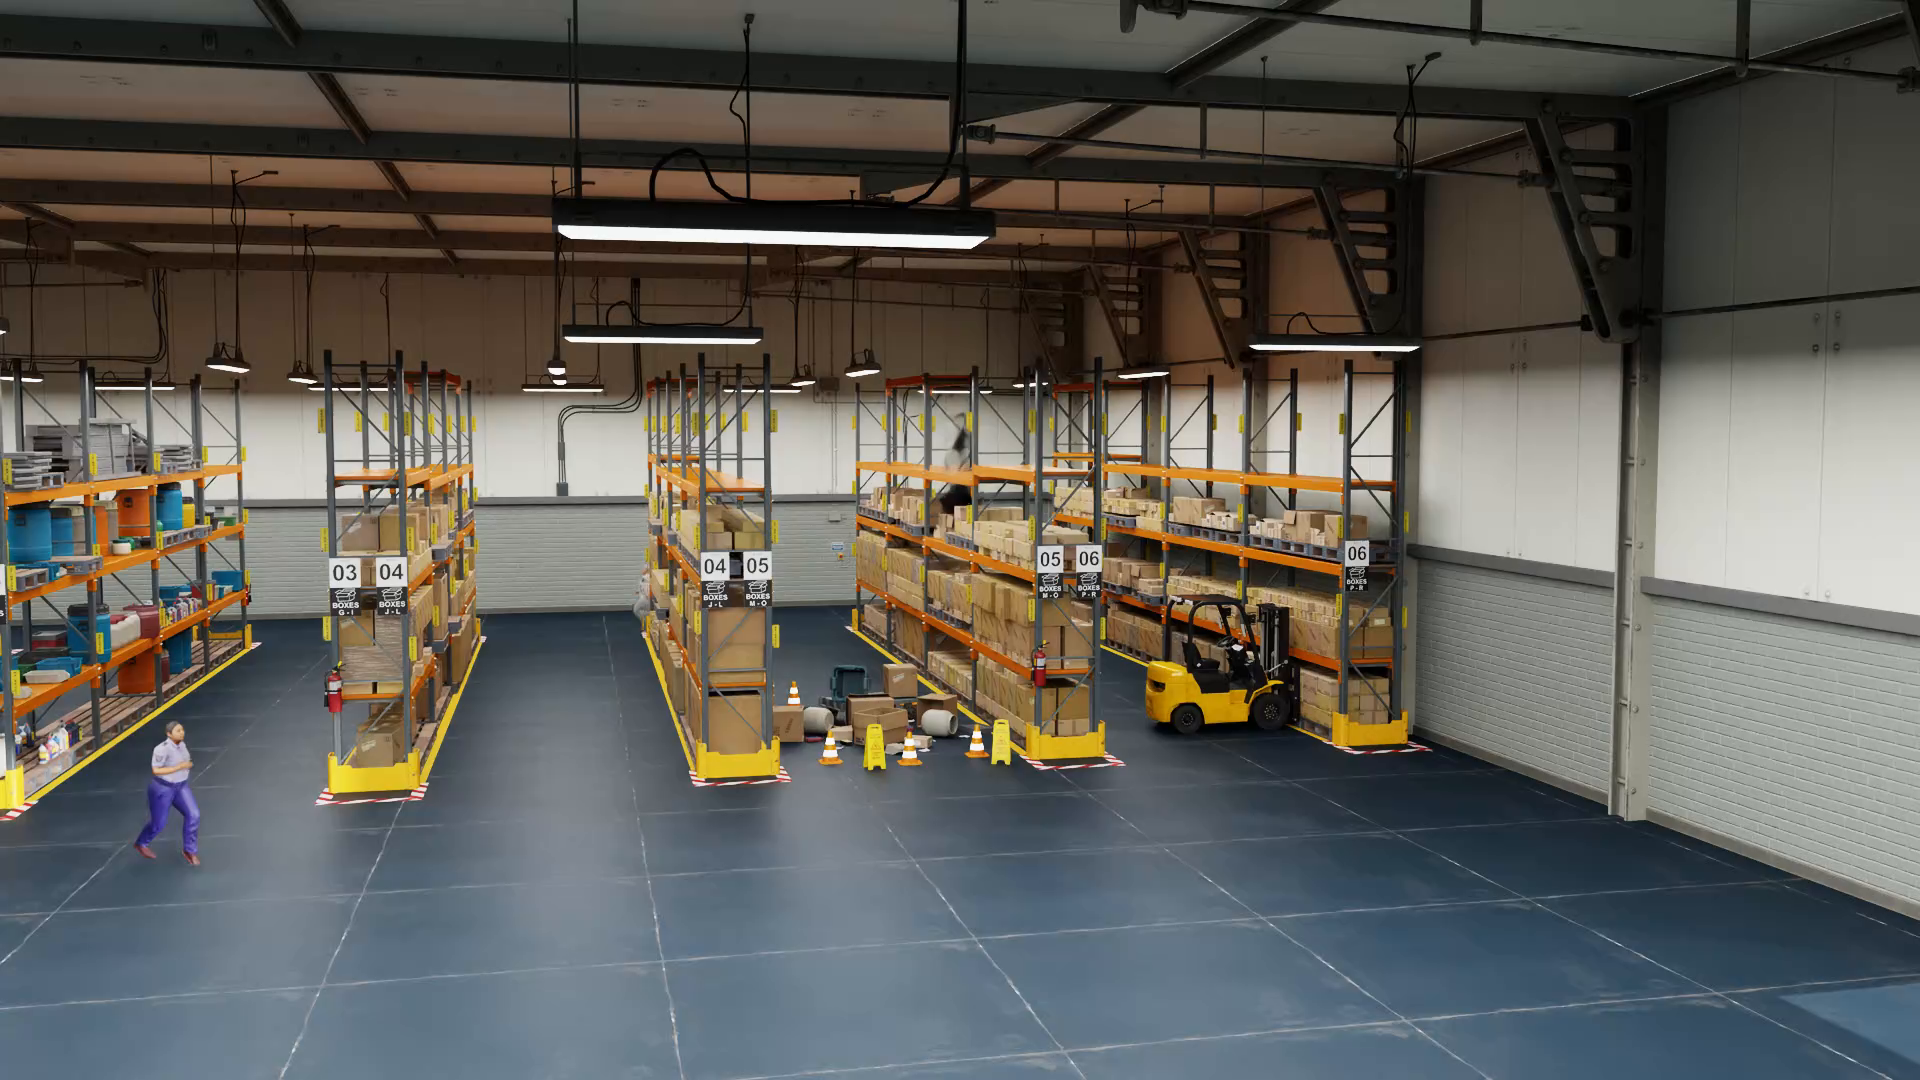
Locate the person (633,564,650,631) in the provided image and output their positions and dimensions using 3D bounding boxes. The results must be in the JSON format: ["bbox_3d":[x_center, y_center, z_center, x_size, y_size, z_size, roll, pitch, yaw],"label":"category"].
[{"bbox_3d":[-7.592,1.406,40.204,0.633,1.654,0.661,-1,4,-17],"label":"person"}]

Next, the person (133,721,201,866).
[{"bbox_3d":[-9.029,2.899,18.907,0.879,1.717,0.608,1,4,18],"label":"person"}]
